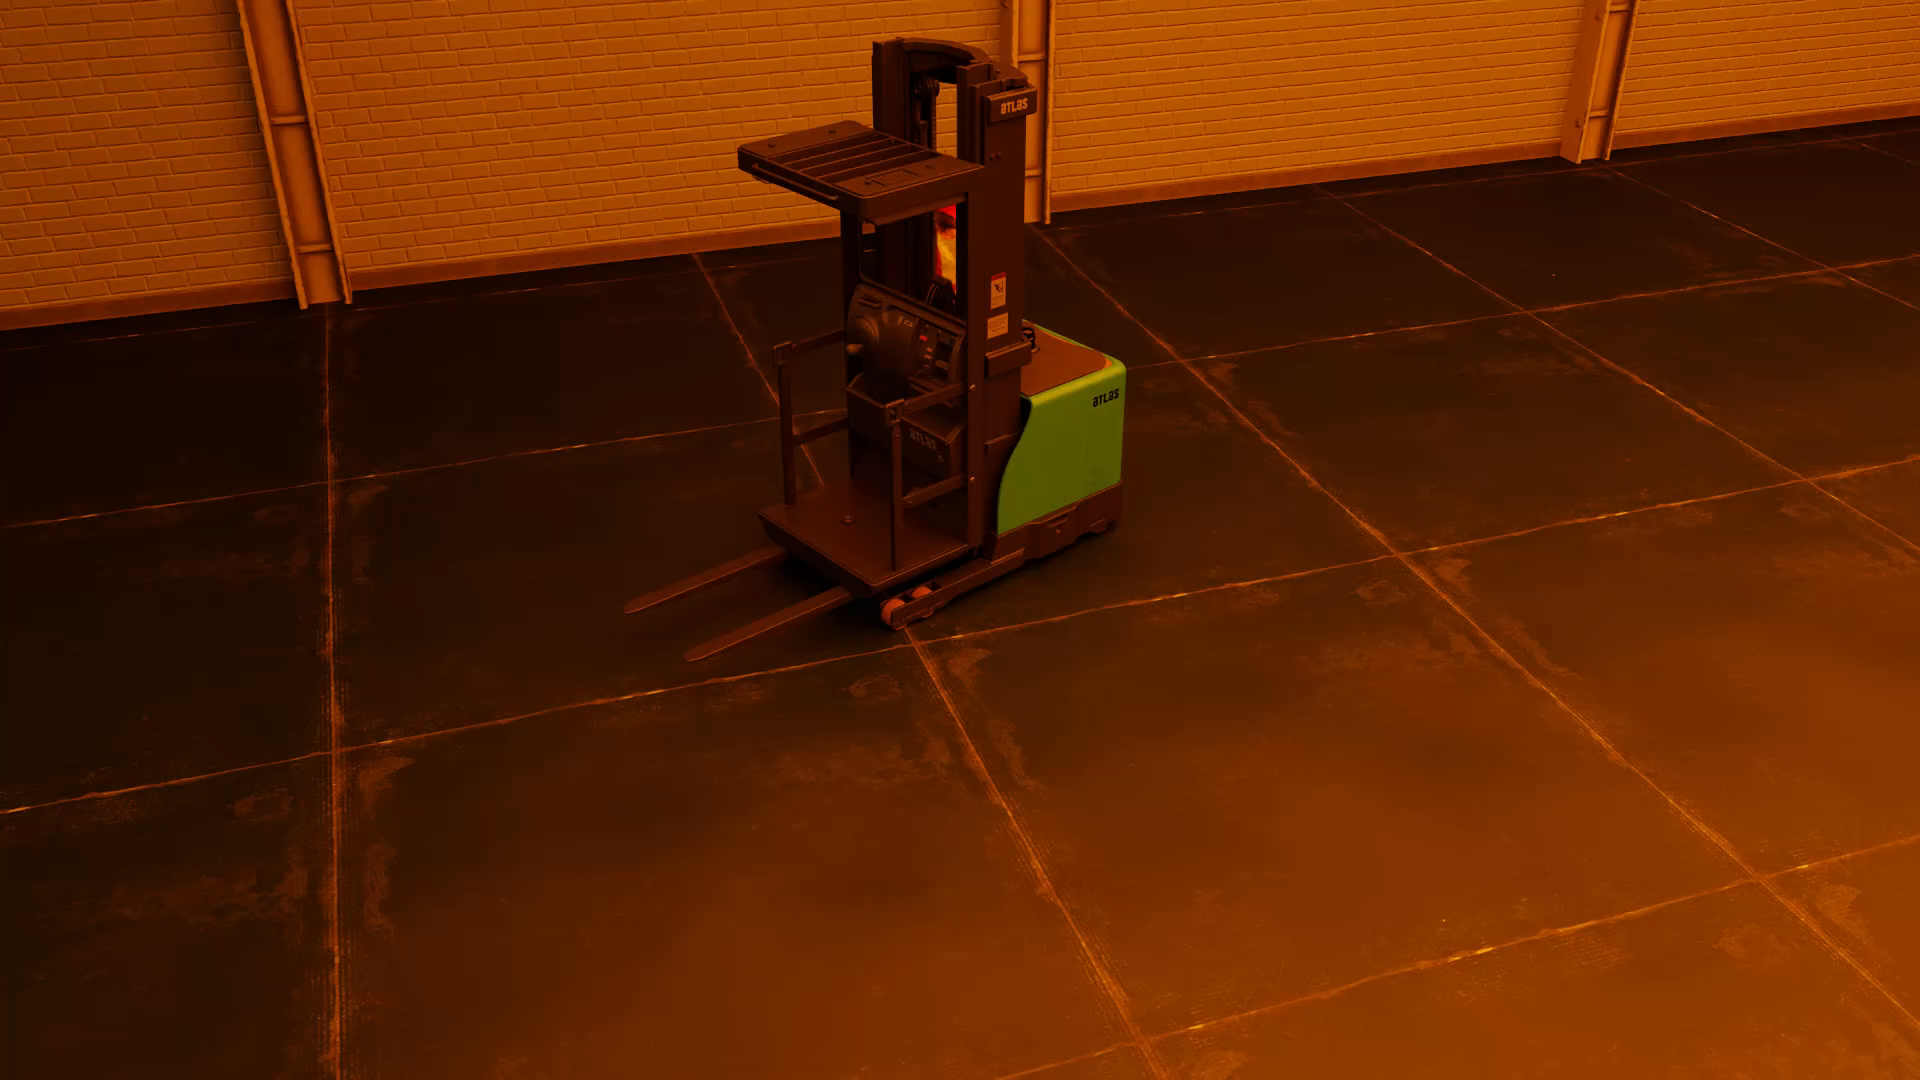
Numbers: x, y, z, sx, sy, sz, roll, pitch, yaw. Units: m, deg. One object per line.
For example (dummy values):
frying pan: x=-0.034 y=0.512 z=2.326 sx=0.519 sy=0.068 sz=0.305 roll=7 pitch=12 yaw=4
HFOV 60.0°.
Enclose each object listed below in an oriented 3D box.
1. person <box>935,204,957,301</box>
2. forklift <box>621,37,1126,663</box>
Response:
person: x=-0.036 y=-1.518 z=10.909 sx=0.877 sy=1.752 sz=0.429 roll=-17 pitch=34 yaw=-27
forklift: x=-0.461 y=-1.072 z=8.951 sx=3.031 sy=2.935 sz=1.130 roll=-23 pitch=37 yaw=-34
